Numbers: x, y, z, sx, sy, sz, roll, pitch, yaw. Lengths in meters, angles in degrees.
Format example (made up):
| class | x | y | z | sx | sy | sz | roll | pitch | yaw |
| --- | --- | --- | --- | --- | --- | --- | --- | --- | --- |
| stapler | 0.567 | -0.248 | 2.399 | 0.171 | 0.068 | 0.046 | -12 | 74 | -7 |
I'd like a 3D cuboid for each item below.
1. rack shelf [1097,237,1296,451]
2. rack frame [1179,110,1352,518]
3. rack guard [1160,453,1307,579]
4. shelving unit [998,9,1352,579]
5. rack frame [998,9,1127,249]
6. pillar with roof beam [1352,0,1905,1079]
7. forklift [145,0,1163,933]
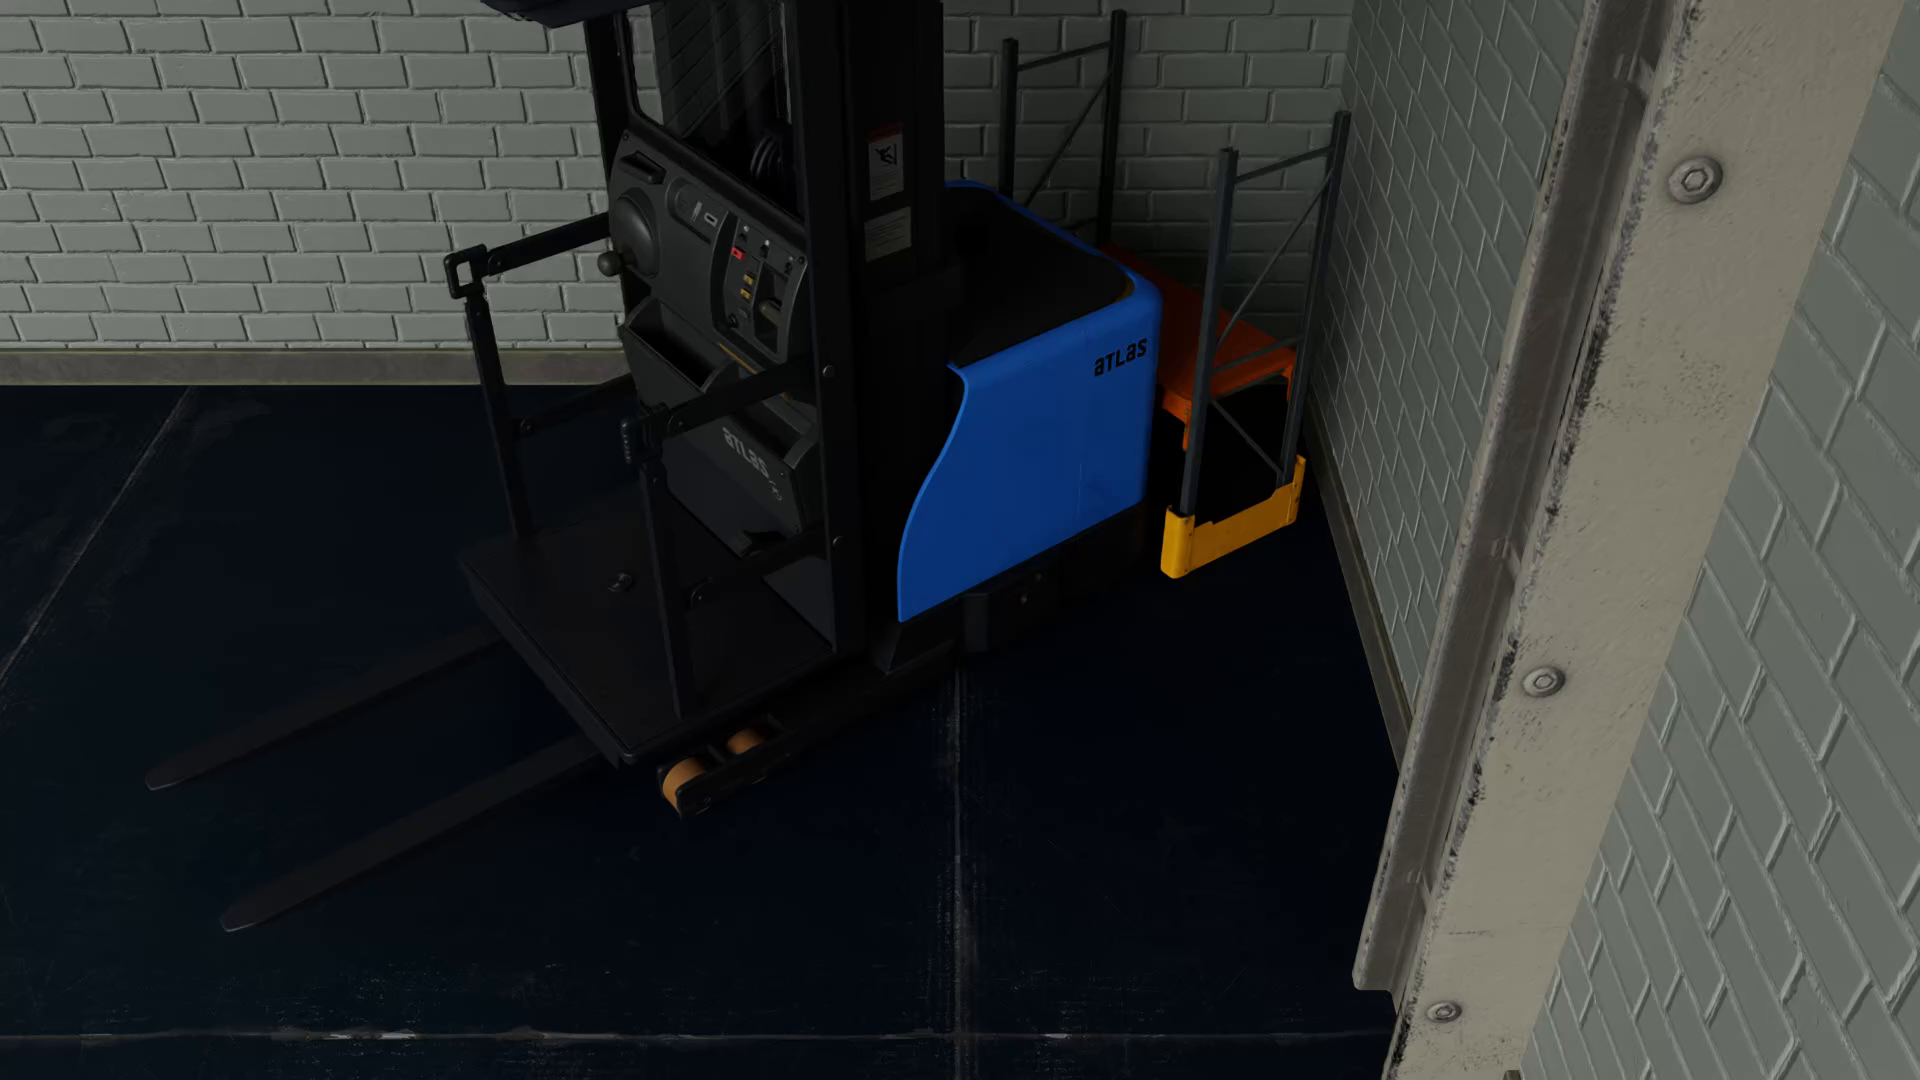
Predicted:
| class | x | y | z | sx | sy | sz | roll | pitch | yaw |
| --- | --- | --- | --- | --- | --- | --- | --- | --- | --- |
| rack shelf | 0.634 | -0.694 | 5.684 | 0.538 | 0.185 | 1.000 | -23 | 44 | -28 |
| rack frame | 0.935 | -0.584 | 5.250 | 0.500 | 1.500 | 0.032 | -23 | 44 | -28 |
| rack guard | 0.927 | -0.088 | 5.631 | 0.587 | 0.250 | 0.087 | -23 | 44 | -28 |
| shelving unit | 0.641 | -0.832 | 5.569 | 0.587 | 1.500 | 1.083 | -23 | 44 | -28 |
| rack frame | 0.337 | -1.089 | 5.899 | 0.500 | 1.500 | 0.032 | -23 | 44 | -28 |
| pillar with roof beam | -3.128 | -2.259 | 1.372 | 9.100 | 9.000 | 0.400 | 0 | 39 | 0 |
| forklift | -0.847 | -0.732 | 4.320 | 3.031 | 2.935 | 1.130 | -26 | 45 | -29 |
